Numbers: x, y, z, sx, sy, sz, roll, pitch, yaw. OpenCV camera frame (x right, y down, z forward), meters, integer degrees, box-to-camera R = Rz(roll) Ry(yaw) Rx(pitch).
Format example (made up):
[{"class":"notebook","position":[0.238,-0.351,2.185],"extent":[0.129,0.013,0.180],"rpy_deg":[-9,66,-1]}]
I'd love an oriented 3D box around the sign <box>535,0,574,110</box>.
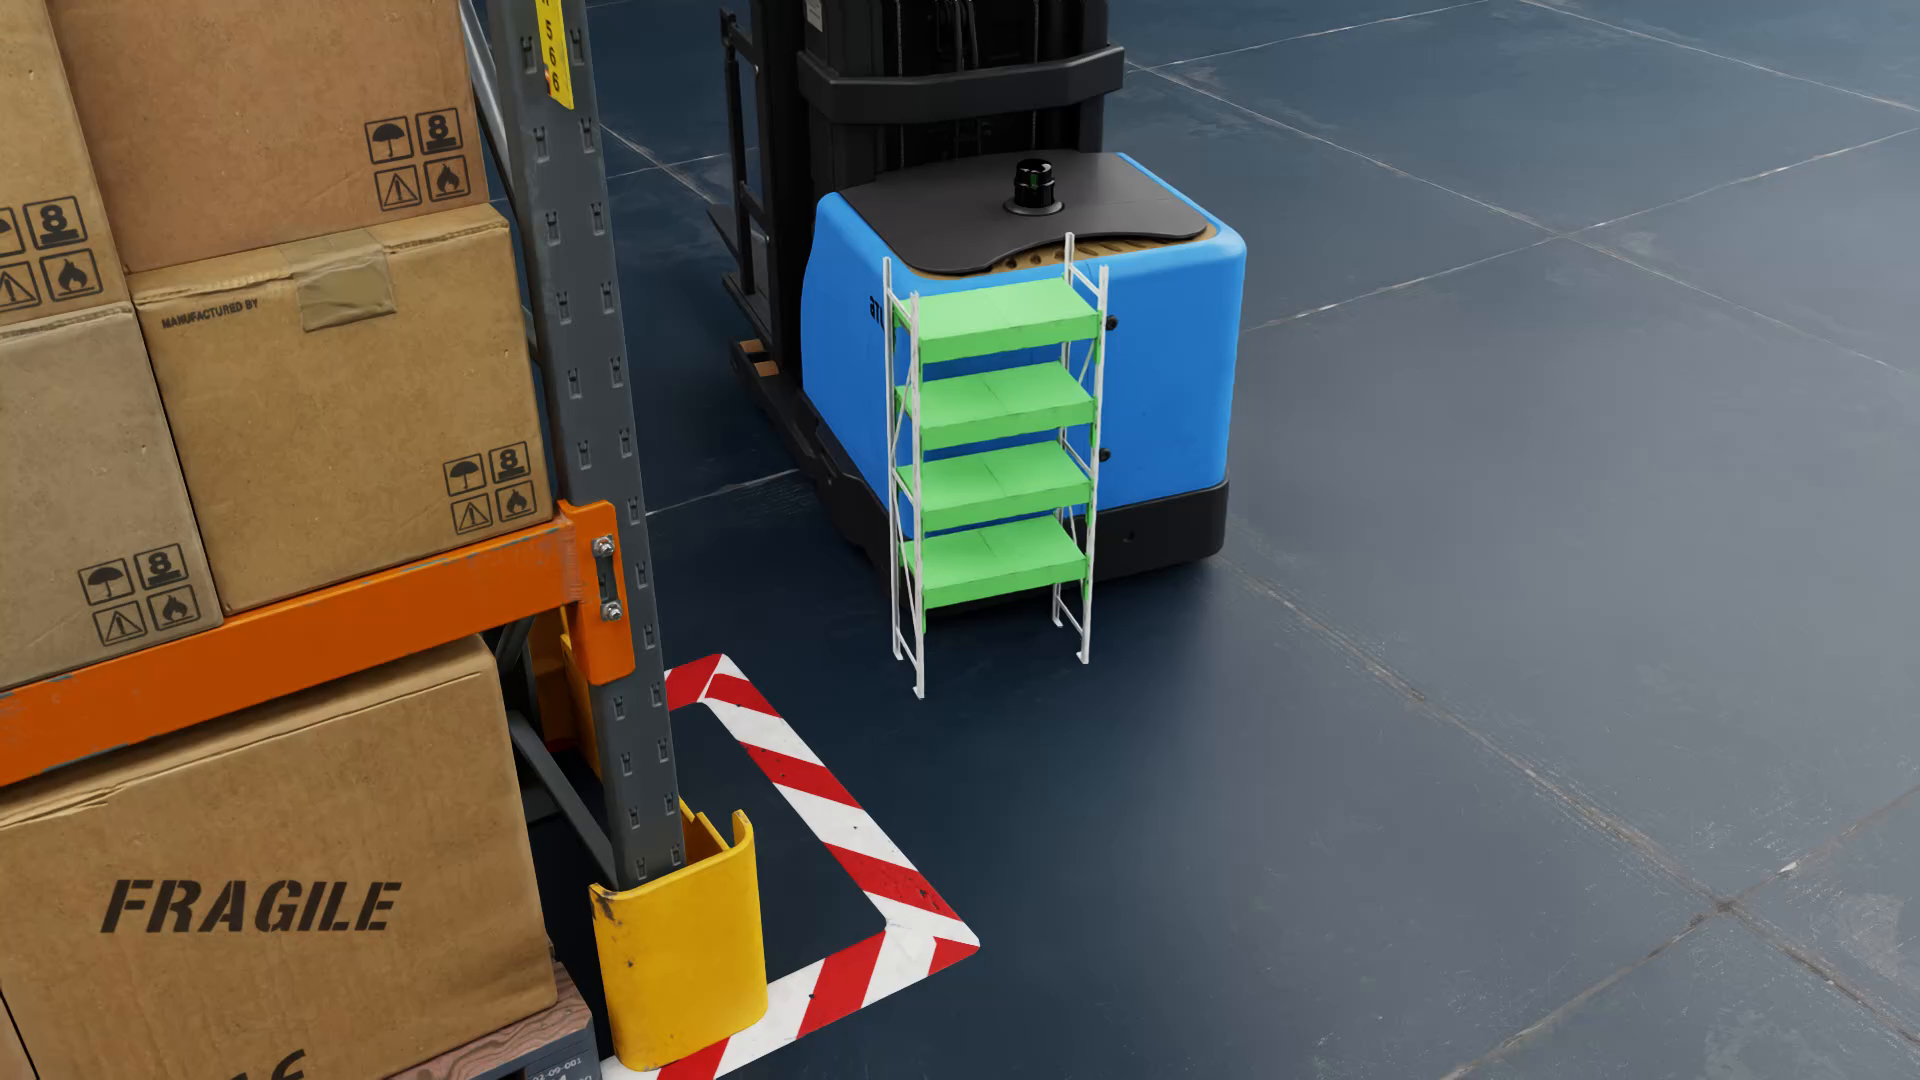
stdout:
[{"class":"sign","position":[-0.593,-0.788,2.381],"extent":[0.005,0.325,0.100],"rpy_deg":[-19,37,-27]}]

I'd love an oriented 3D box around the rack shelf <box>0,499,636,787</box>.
[{"class":"rack shelf","position":[-2.557,0.437,2.420],"extent":[4.000,0.370,1.077],"rpy_deg":[-19,37,-27]}]

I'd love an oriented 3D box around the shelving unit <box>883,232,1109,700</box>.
[{"class":"shelving unit","position":[0.086,-0.174,4.400],"extent":[0.503,1.200,0.258],"rpy_deg":[-11,34,-16]}]

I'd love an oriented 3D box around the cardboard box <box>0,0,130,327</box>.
[{"class":"cardboard box","position":[-1.621,-0.675,2.357],"extent":[0.550,0.550,0.875],"rpy_deg":[-19,37,-27]}]

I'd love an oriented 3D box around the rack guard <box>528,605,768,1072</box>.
[{"class":"rack guard","position":[-0.856,0.605,3.823],"extent":[0.348,0.500,1.175],"rpy_deg":[-19,37,-27]}]

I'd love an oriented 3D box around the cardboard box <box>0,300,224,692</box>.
[{"class":"cardboard box","position":[-1.614,-0.213,2.635],"extent":[0.550,0.550,0.875],"rpy_deg":[-19,37,-27]}]

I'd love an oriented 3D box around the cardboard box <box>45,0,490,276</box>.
[{"class":"cardboard box","position":[-1.209,-0.876,2.674],"extent":[0.550,0.550,0.875],"rpy_deg":[-19,37,-27]}]

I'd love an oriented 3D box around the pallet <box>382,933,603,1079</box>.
[{"class":"pallet","position":[-1.505,1.000,3.467],"extent":[1.213,0.211,1.003],"rpy_deg":[-19,37,-27]}]

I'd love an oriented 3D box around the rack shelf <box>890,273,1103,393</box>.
[{"class":"rack shelf","position":[0.086,-0.525,4.178],"extent":[0.480,0.148,0.258],"rpy_deg":[-11,34,-16]}]

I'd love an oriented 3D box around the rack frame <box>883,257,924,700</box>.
[{"class":"rack frame","position":[-0.144,-0.130,4.332],"extent":[0.015,1.200,0.240],"rpy_deg":[-11,34,-16]}]

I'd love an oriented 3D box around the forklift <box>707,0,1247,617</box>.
[{"class":"forklift","position":[-0.205,-1.793,5.346],"extent":[1.130,2.935,3.031],"rpy_deg":[-12,34,-18]}]

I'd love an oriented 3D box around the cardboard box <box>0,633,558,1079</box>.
[{"class":"cardboard box","position":[-1.410,0.501,3.242],"extent":[0.875,0.875,0.875],"rpy_deg":[-19,37,-27]}]

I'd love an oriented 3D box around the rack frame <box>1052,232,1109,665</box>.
[{"class":"rack frame","position":[0.316,-0.217,4.469],"extent":[0.015,1.200,0.240],"rpy_deg":[-11,34,-16]}]

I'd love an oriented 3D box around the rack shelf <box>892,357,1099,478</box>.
[{"class":"rack shelf","position":[0.086,-0.322,4.306],"extent":[0.480,0.148,0.258],"rpy_deg":[-11,34,-16]}]

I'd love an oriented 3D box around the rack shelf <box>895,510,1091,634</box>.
[{"class":"rack shelf","position":[0.086,0.083,4.563],"extent":[0.480,0.148,0.258],"rpy_deg":[-11,34,-16]}]

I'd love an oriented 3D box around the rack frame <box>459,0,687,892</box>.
[{"class":"rack frame","position":[-0.876,-0.446,3.145],"extent":[0.127,3.000,1.000],"rpy_deg":[-19,37,-27]}]

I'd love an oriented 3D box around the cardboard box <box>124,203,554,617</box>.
[{"class":"cardboard box","position":[-1.163,-0.381,2.902],"extent":[0.550,0.550,0.875],"rpy_deg":[-19,37,-27]}]

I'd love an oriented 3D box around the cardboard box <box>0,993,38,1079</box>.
[{"class":"cardboard box","position":[-2.148,0.756,2.837],"extent":[0.875,0.875,0.875],"rpy_deg":[-20,37,-28]}]

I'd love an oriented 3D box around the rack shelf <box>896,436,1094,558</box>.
[{"class":"rack shelf","position":[0.086,-0.120,4.435],"extent":[0.480,0.148,0.258],"rpy_deg":[-11,34,-16]}]
